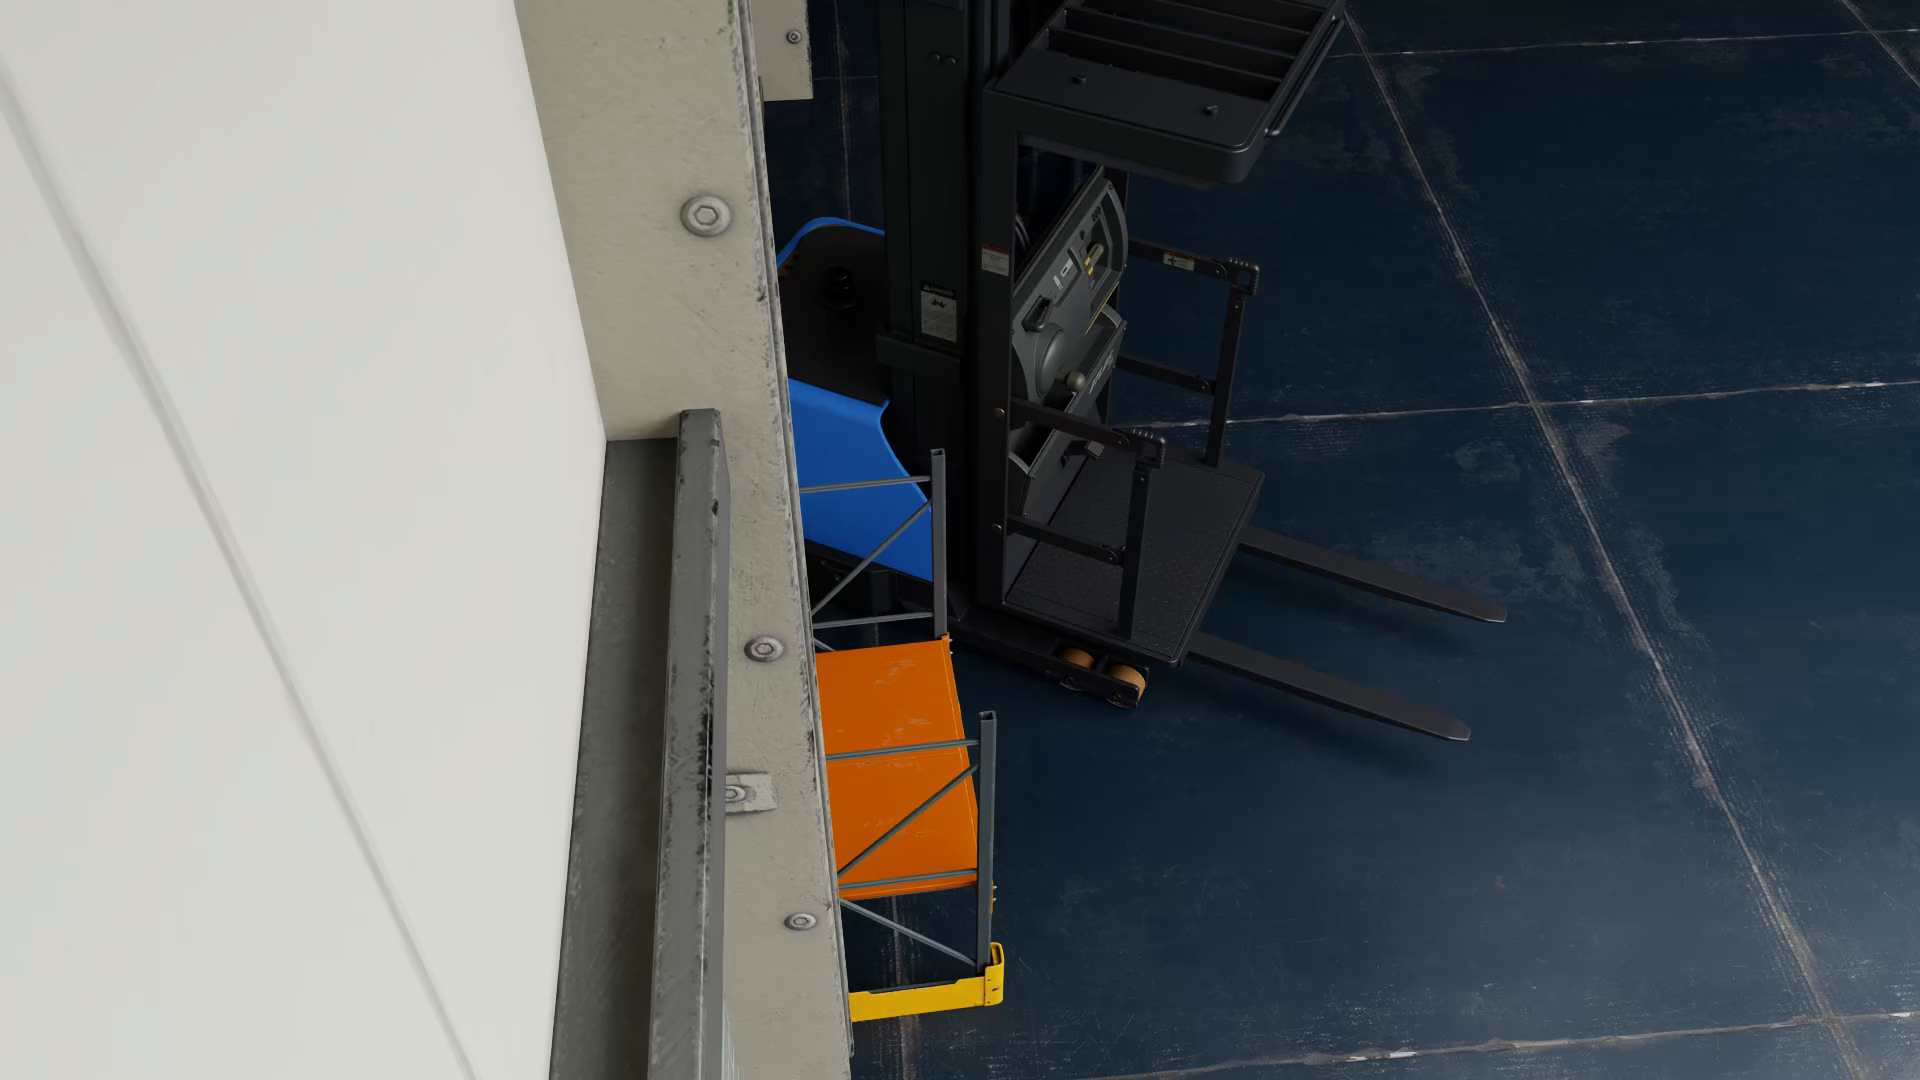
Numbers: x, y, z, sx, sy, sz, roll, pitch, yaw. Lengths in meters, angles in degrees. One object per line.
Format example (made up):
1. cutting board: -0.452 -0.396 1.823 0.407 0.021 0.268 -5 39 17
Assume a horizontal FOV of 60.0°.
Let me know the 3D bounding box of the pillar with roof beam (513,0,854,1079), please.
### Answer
1. pillar with roof beam: 3.809 -1.591 2.195 9.100 9.000 0.400 -3 47 -3

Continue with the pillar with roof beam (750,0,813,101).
1. pillar with roof beam: 3.306 -5.932 6.307 9.100 9.000 0.400 -3 47 -3

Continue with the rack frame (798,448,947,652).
1. rack frame: -0.295 0.272 5.596 0.500 1.500 0.032 -6 47 -5

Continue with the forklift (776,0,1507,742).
1. forklift: 0.566 -0.819 5.644 3.031 2.935 1.130 18 49 17

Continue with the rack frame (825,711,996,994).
1. rack frame: -0.154 1.003 4.904 0.500 1.500 0.032 -6 47 -5

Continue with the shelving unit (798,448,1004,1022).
1. shelving unit: -0.223 0.644 5.244 0.587 1.500 1.083 -6 47 -5

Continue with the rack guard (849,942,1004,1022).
1. rack guard: -0.154 1.432 5.359 0.587 0.250 0.087 -6 47 -5

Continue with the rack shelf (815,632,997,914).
1. rack shelf: -0.224 0.761 5.381 0.538 0.185 1.000 -6 47 -5

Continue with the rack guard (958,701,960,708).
1. rack guard: -0.292 0.715 6.037 0.587 0.250 0.087 -6 47 -5
